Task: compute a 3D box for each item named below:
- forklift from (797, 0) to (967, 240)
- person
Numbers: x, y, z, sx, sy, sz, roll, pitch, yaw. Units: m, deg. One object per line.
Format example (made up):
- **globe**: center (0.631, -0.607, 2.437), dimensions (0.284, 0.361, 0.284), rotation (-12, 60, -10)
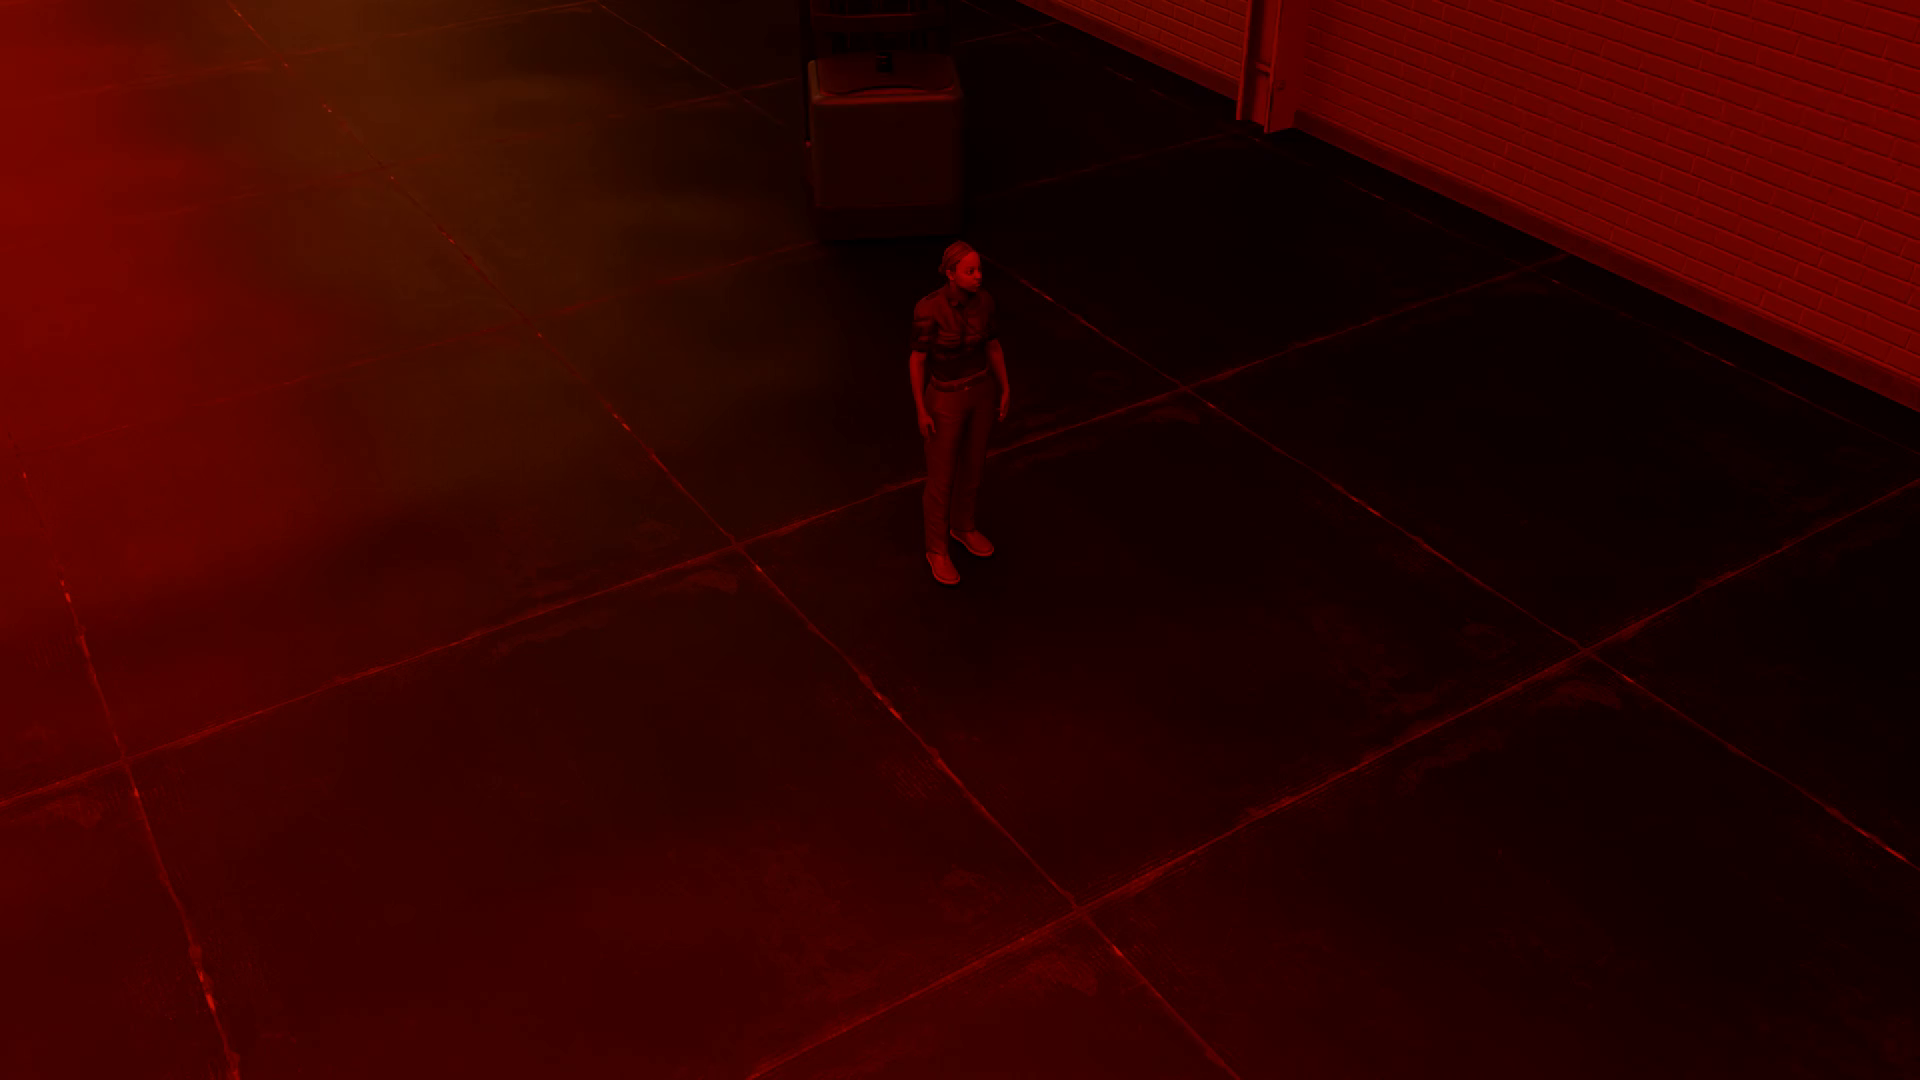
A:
- **forklift**: center (-0.644, -4.111, 11.998), dimensions (1.130, 2.935, 3.031), rotation (-4, 35, -6)
- **person**: center (0.031, -0.630, 8.151), dimensions (0.569, 1.644, 0.503), rotation (-21, 40, -27)
